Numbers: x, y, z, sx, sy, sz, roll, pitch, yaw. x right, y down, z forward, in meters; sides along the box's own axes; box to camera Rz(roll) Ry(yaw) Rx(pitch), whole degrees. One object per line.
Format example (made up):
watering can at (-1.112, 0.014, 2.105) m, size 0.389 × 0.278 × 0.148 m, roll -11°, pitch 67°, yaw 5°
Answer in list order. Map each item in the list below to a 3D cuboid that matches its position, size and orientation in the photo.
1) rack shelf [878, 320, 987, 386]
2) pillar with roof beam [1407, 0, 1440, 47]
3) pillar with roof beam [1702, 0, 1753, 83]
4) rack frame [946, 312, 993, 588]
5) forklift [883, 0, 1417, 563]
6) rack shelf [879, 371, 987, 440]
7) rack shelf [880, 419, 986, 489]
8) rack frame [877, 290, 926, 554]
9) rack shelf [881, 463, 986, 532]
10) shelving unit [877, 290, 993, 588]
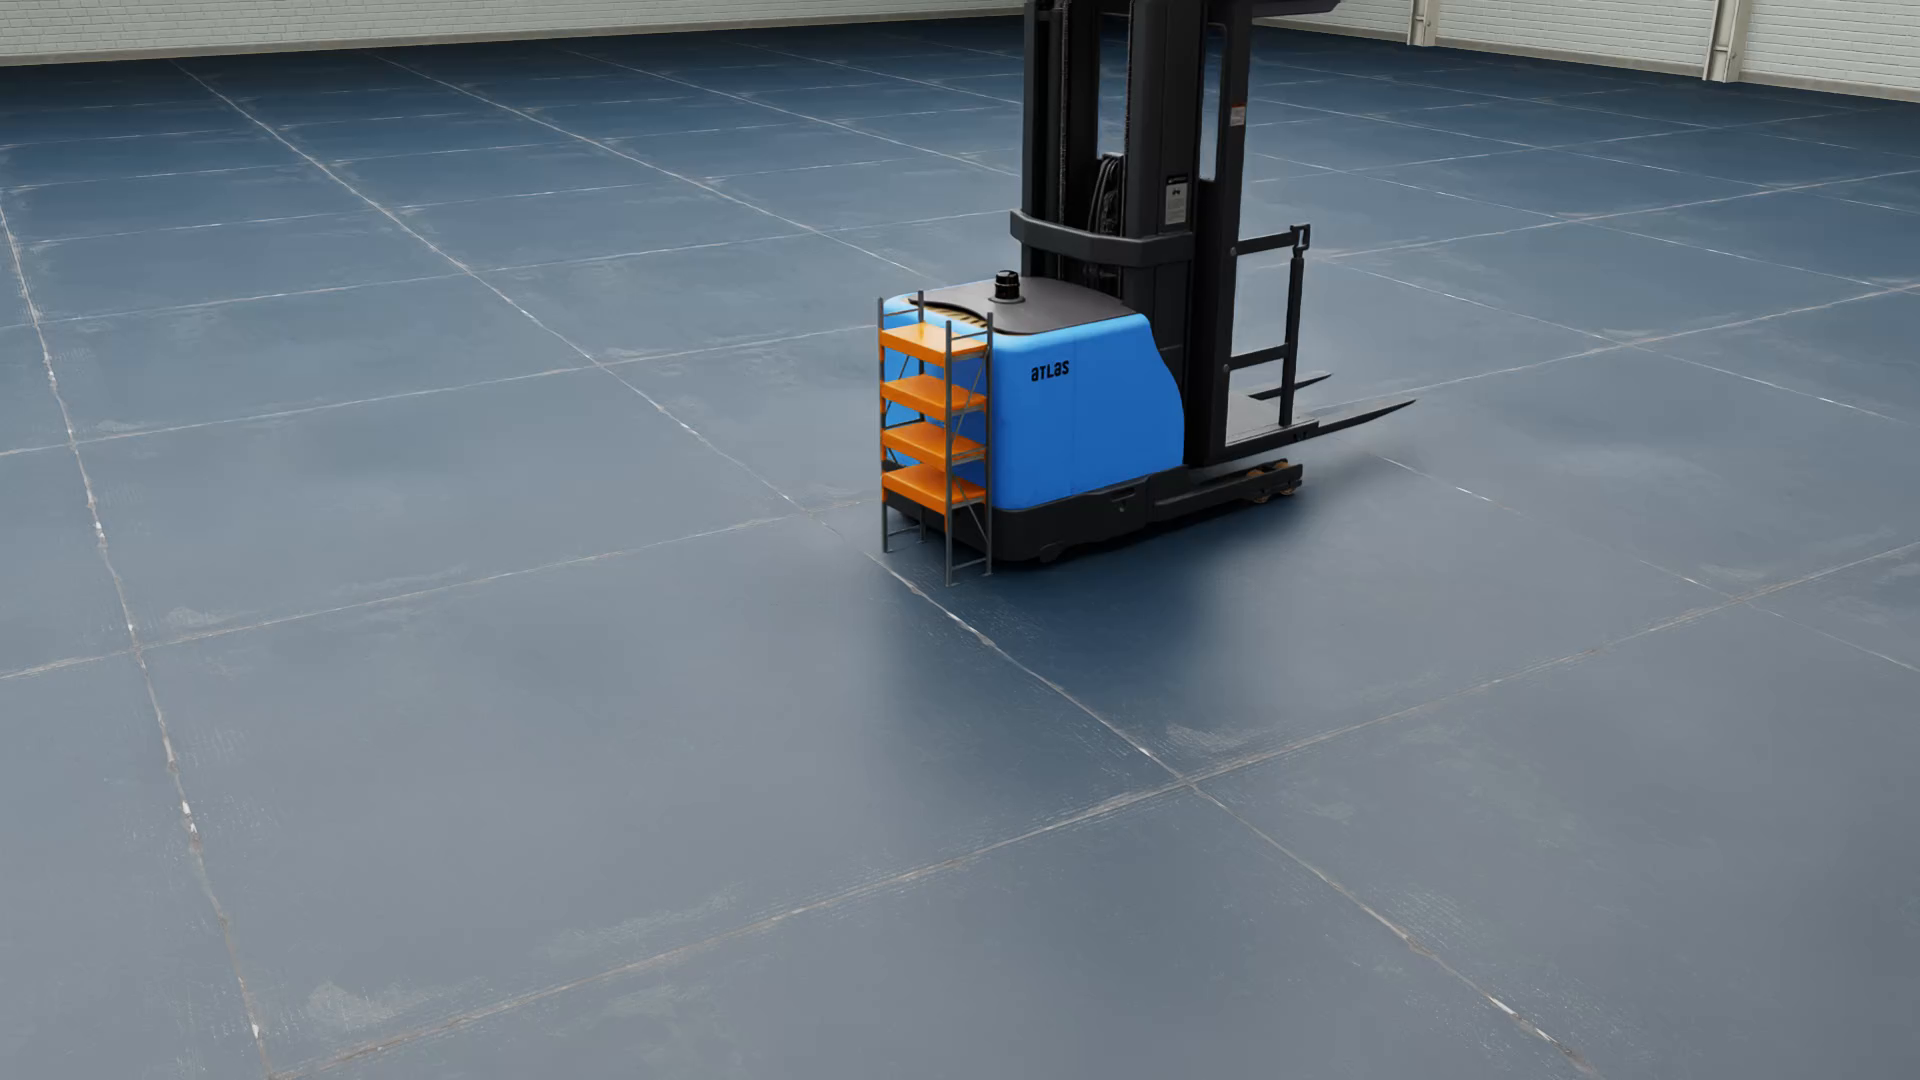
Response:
rack shelf at (-0.110, -0.811, 7.170) m, size 0.258 × 0.148 × 0.480 m, roll -16°, pitch 27°, yaw -35°
pillar with roof beam at (4.387, -12.019, 25.431) m, size 9.100 × 9.000 × 0.400 m, roll -13°, pitch 25°, yaw -28°
pillar with roof beam at (7.452, -10.077, 20.652) m, size 9.100 × 9.000 × 0.400 m, roll -13°, pitch 25°, yaw -28°
rack frame at (0.040, -0.375, 7.140) m, size 0.240 × 1.200 × 0.015 m, roll -16°, pitch 27°, yaw -35°
forklift at (1.103, -1.681, 8.054) m, size 3.031 × 2.935 × 1.130 m, roll -16°, pitch 27°, yaw -34°
rack shelf at (-0.110, -0.592, 7.260) m, size 0.258 × 0.148 × 0.480 m, roll -16°, pitch 27°, yaw -35°
rack shelf at (-0.110, -0.385, 7.344) m, size 0.258 × 0.148 × 0.480 m, roll -16°, pitch 27°, yaw -35°
rack frame at (-0.259, -0.520, 7.497) m, size 0.240 × 1.200 × 0.015 m, roll -16°, pitch 27°, yaw -35°
rack shelf at (-0.110, -0.201, 7.419) m, size 0.258 × 0.148 × 0.480 m, roll -16°, pitch 27°, yaw -35°
shelving unit at (-0.110, -0.447, 7.318) m, size 0.258 × 1.200 × 0.503 m, roll -16°, pitch 27°, yaw -35°
